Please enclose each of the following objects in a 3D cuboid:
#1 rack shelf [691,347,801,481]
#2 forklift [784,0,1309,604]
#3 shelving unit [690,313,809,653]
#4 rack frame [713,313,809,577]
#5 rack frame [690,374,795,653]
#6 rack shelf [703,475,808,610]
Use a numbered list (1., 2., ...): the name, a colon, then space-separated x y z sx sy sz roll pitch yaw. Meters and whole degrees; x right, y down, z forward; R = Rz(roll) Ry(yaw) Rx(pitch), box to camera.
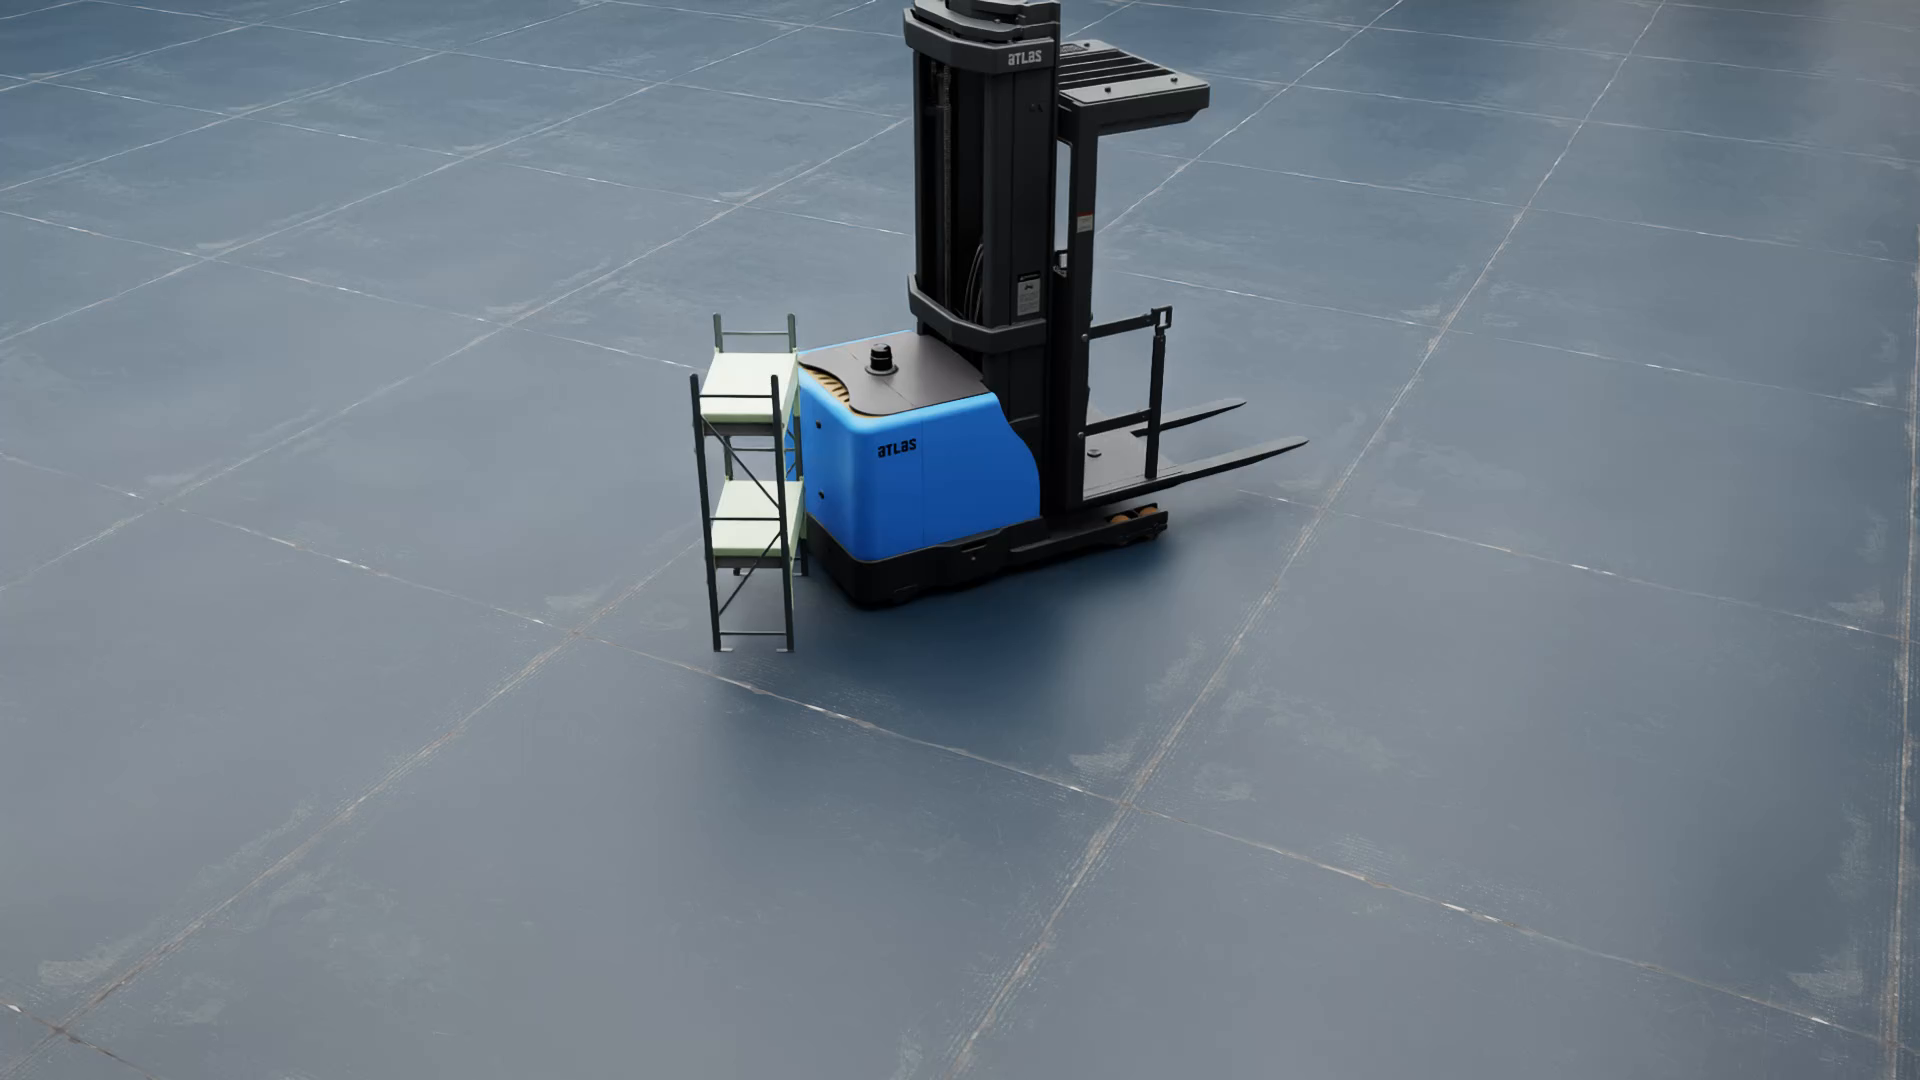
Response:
1. rack shelf: -1.019 -0.617 8.035 0.431 0.370 0.720 0 30 1
2. forklift: 0.578 -1.456 8.842 3.031 2.935 1.130 -15 33 -24
3. shelving unit: -1.019 -0.279 8.229 0.431 1.500 0.755 0 30 1
4. rack frame: -1.013 -0.461 8.546 0.400 1.500 0.023 0 30 1
5. rack frame: -1.025 -0.096 7.912 0.400 1.500 0.023 0 30 1
6. rack shelf: -1.019 0.004 8.391 0.431 0.370 0.720 0 30 1
